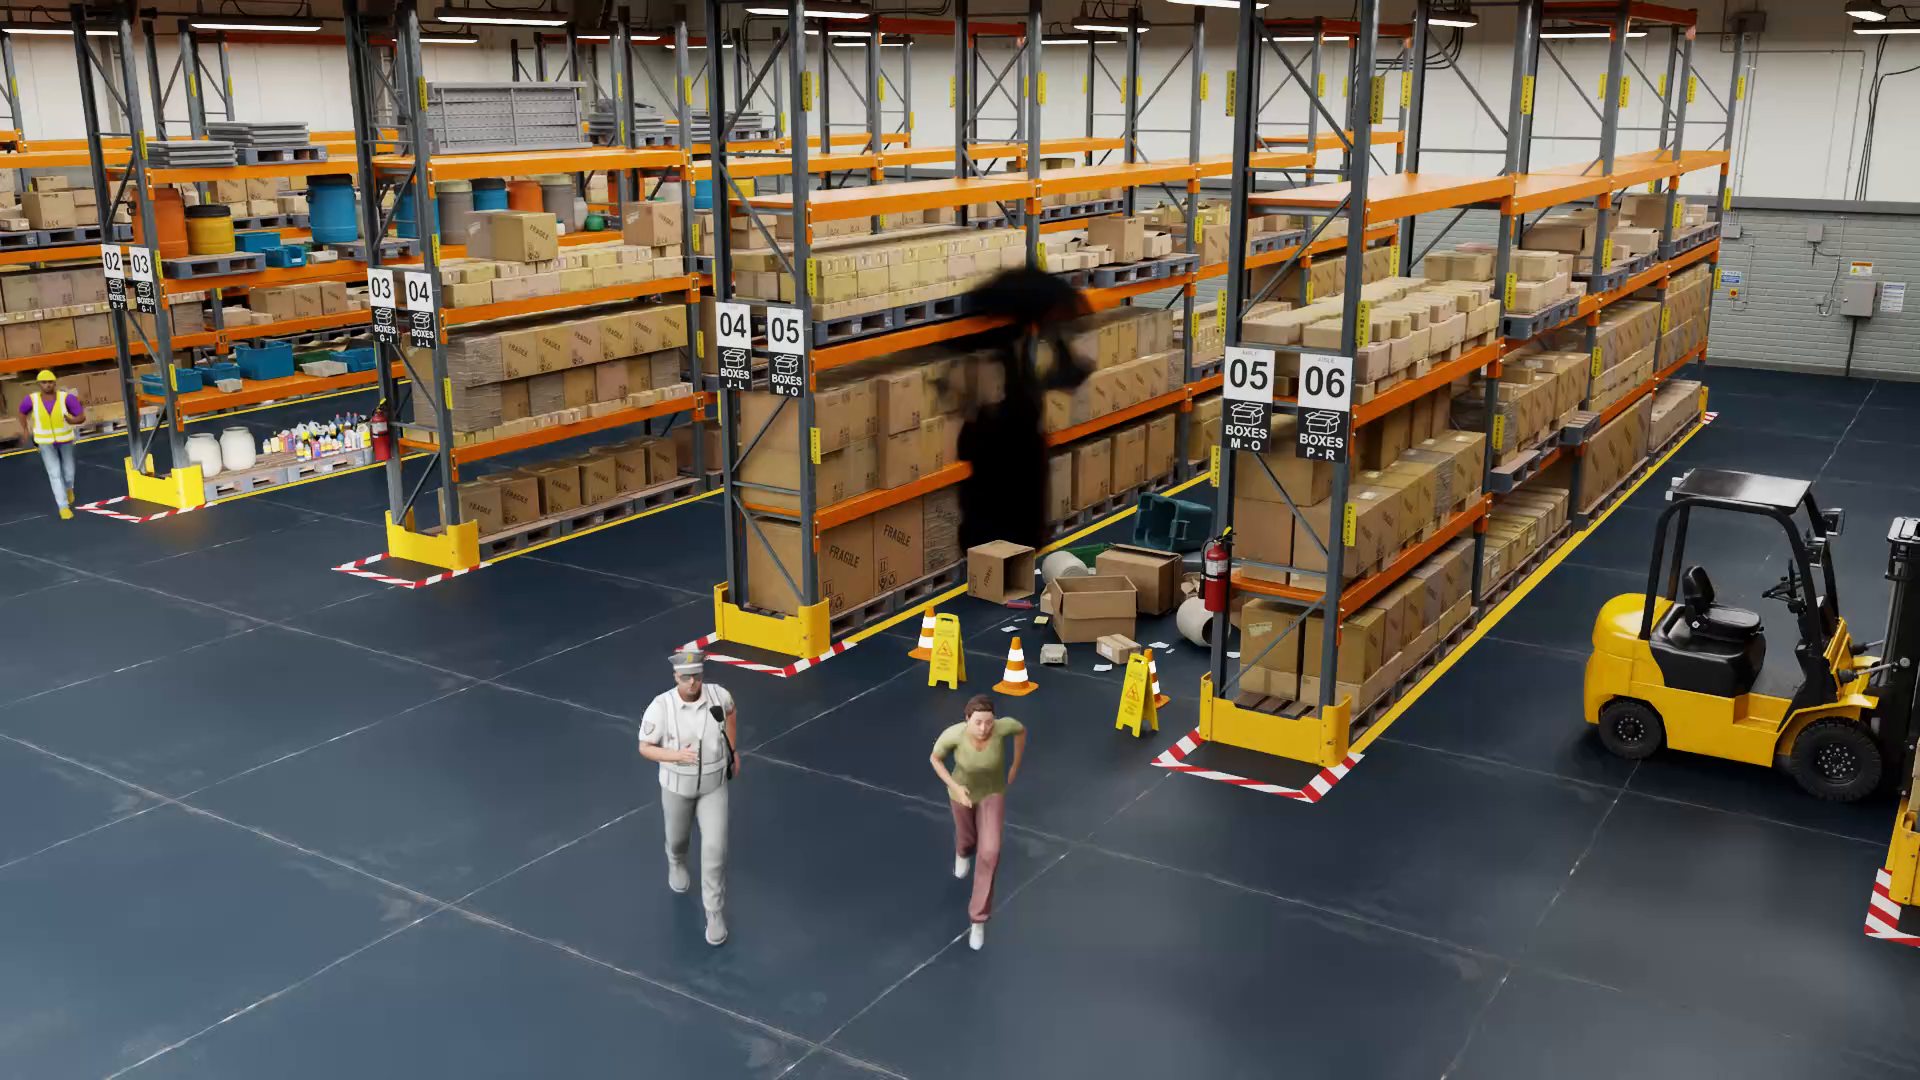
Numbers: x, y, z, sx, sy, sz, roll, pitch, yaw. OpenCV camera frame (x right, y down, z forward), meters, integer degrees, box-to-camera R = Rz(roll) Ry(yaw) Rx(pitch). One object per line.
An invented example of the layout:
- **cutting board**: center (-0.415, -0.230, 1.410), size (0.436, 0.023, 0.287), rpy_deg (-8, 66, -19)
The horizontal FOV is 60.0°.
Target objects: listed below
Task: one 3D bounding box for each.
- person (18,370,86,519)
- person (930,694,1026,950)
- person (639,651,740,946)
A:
- **person**: center (-10.942, -1.196, 20.127), size (0.702, 1.749, 0.977), rpy_deg (-9, 18, -31)
- **person**: center (0.098, 1.622, 10.487), size (0.613, 1.624, 1.004), rpy_deg (-3, 16, -9)
- **person**: center (-1.676, 1.511, 10.402), size (0.650, 1.795, 0.959), rpy_deg (-5, 16, -17)
